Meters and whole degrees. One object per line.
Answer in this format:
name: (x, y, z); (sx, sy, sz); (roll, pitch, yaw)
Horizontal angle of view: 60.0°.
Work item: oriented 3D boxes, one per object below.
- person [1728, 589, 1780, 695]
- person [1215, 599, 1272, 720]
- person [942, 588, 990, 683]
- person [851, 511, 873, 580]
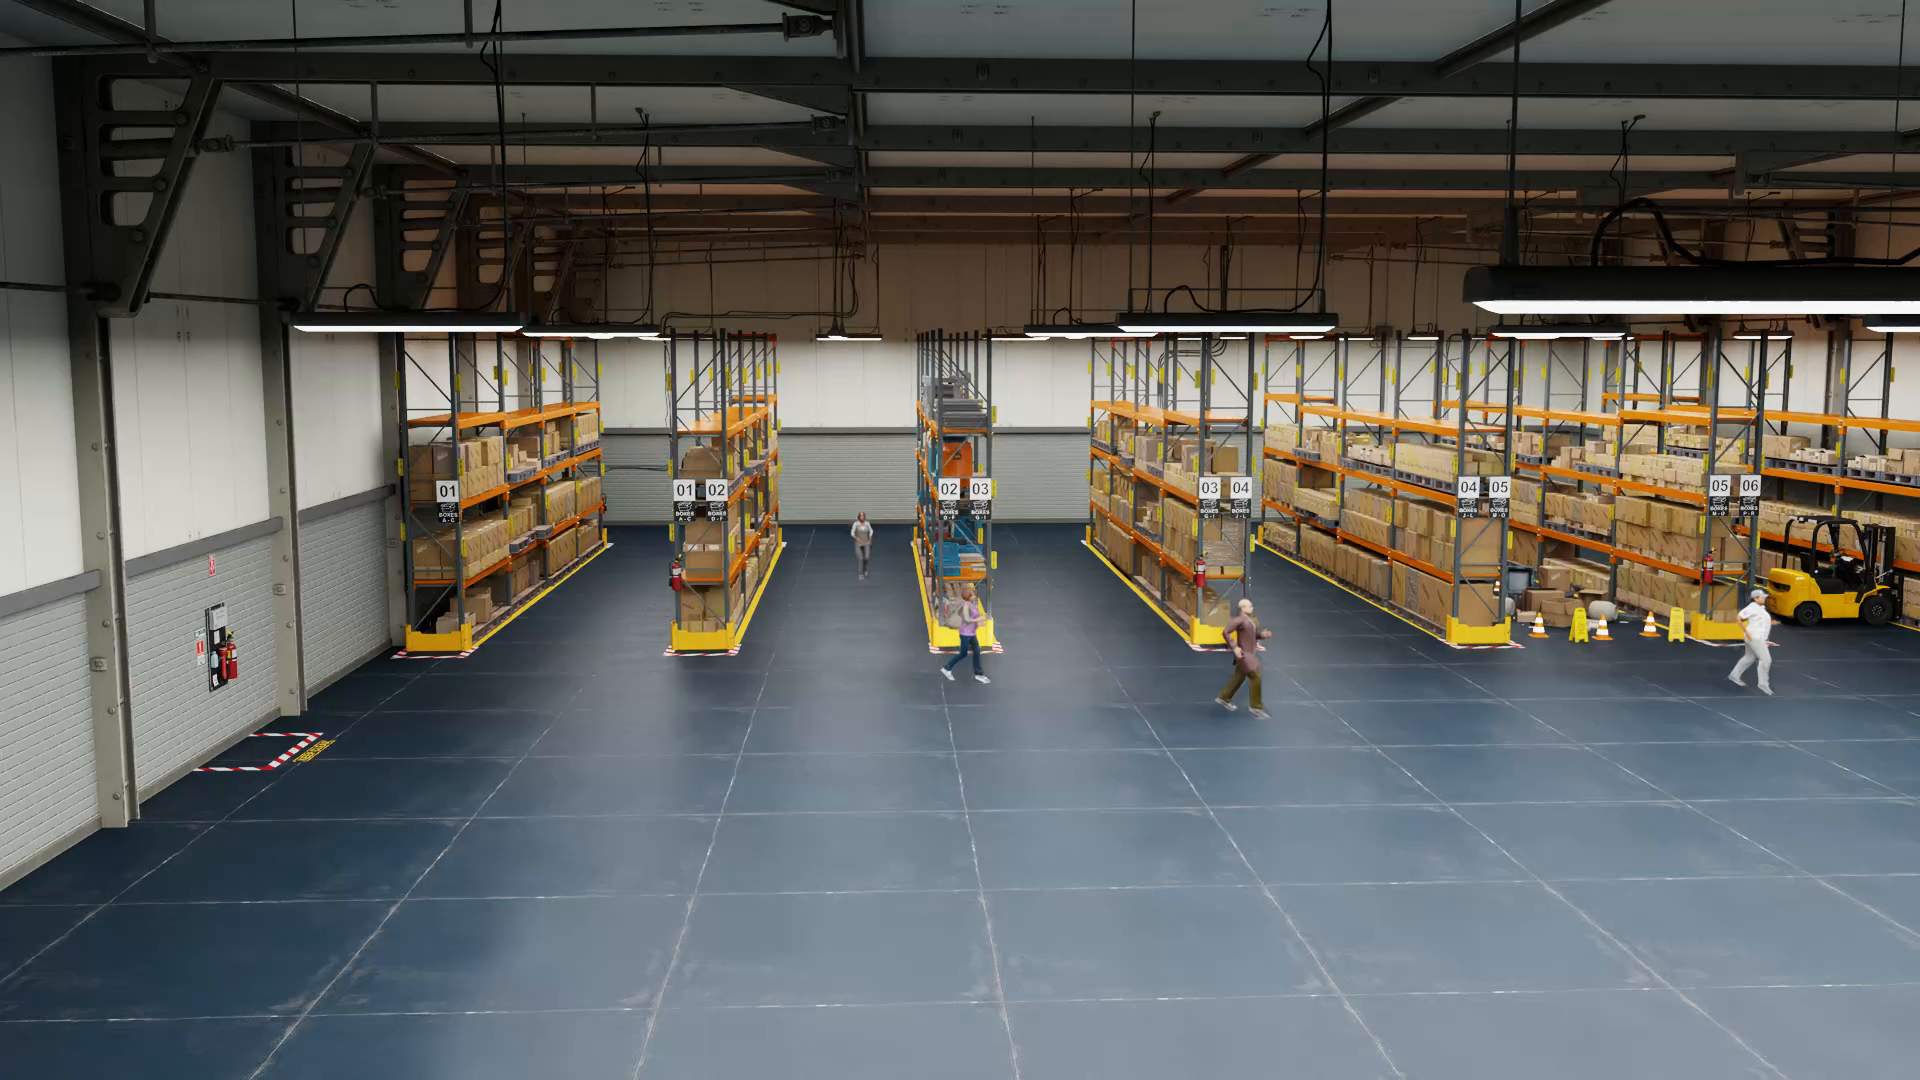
person: (13.107, 1.670, 27.456); (0.770, 1.727, 0.580); (5, 8, 36)
person: (4.360, 1.783, 25.580); (0.899, 1.759, 0.677); (3, 7, 21)
person: (0.101, 1.610, 28.036); (0.831, 1.611, 0.566); (2, 7, 14)
person: (-2.256, 0.134, 38.387); (0.529, 1.596, 0.577); (-1, 7, -10)
